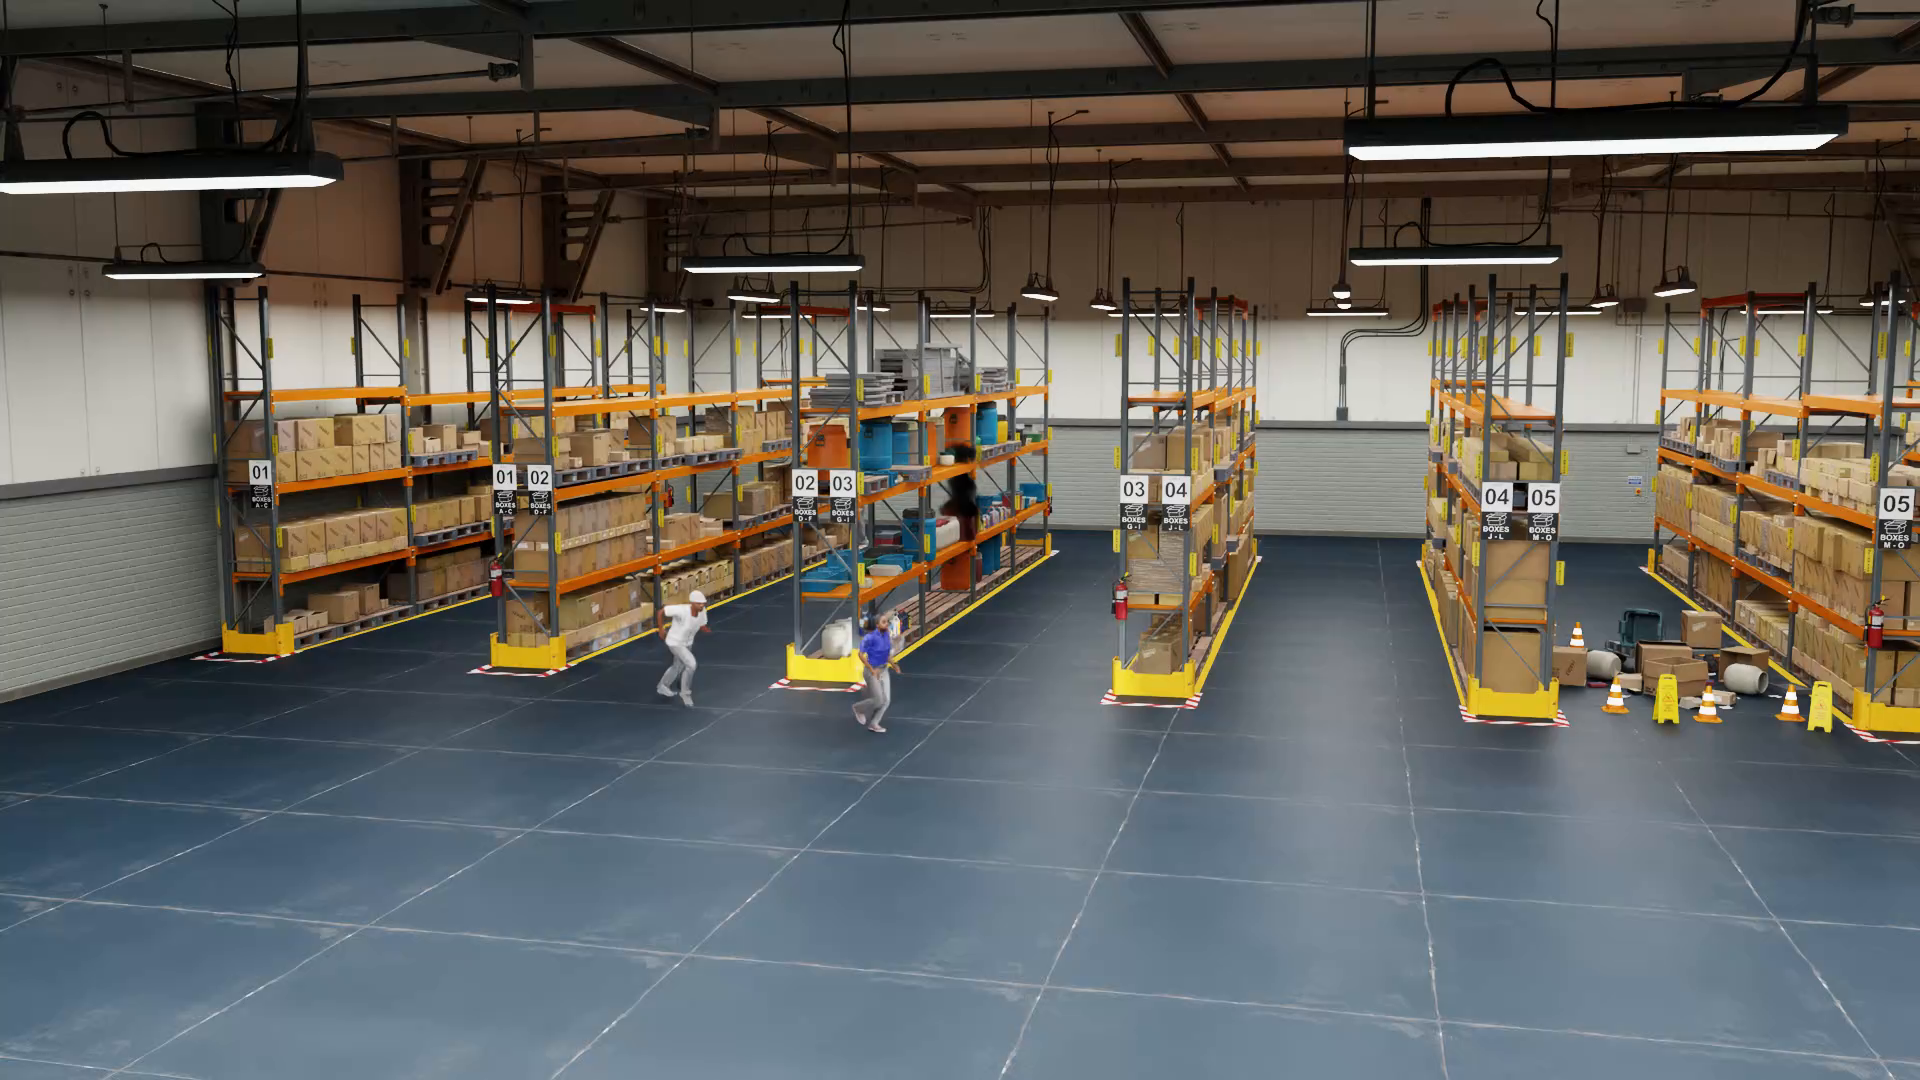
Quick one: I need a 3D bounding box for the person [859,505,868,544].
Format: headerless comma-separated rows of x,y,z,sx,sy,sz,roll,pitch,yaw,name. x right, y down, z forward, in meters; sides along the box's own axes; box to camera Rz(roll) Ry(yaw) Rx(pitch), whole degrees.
-2.652,-0.687,42.652,0.829,1.585,0.587,3,7,24,person

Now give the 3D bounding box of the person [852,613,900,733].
-1.120,1.730,21.769,0.599,1.581,0.572,5,8,38,person

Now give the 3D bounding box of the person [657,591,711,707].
-3.945,1.526,23.437,0.991,1.689,0.746,5,8,36,person
